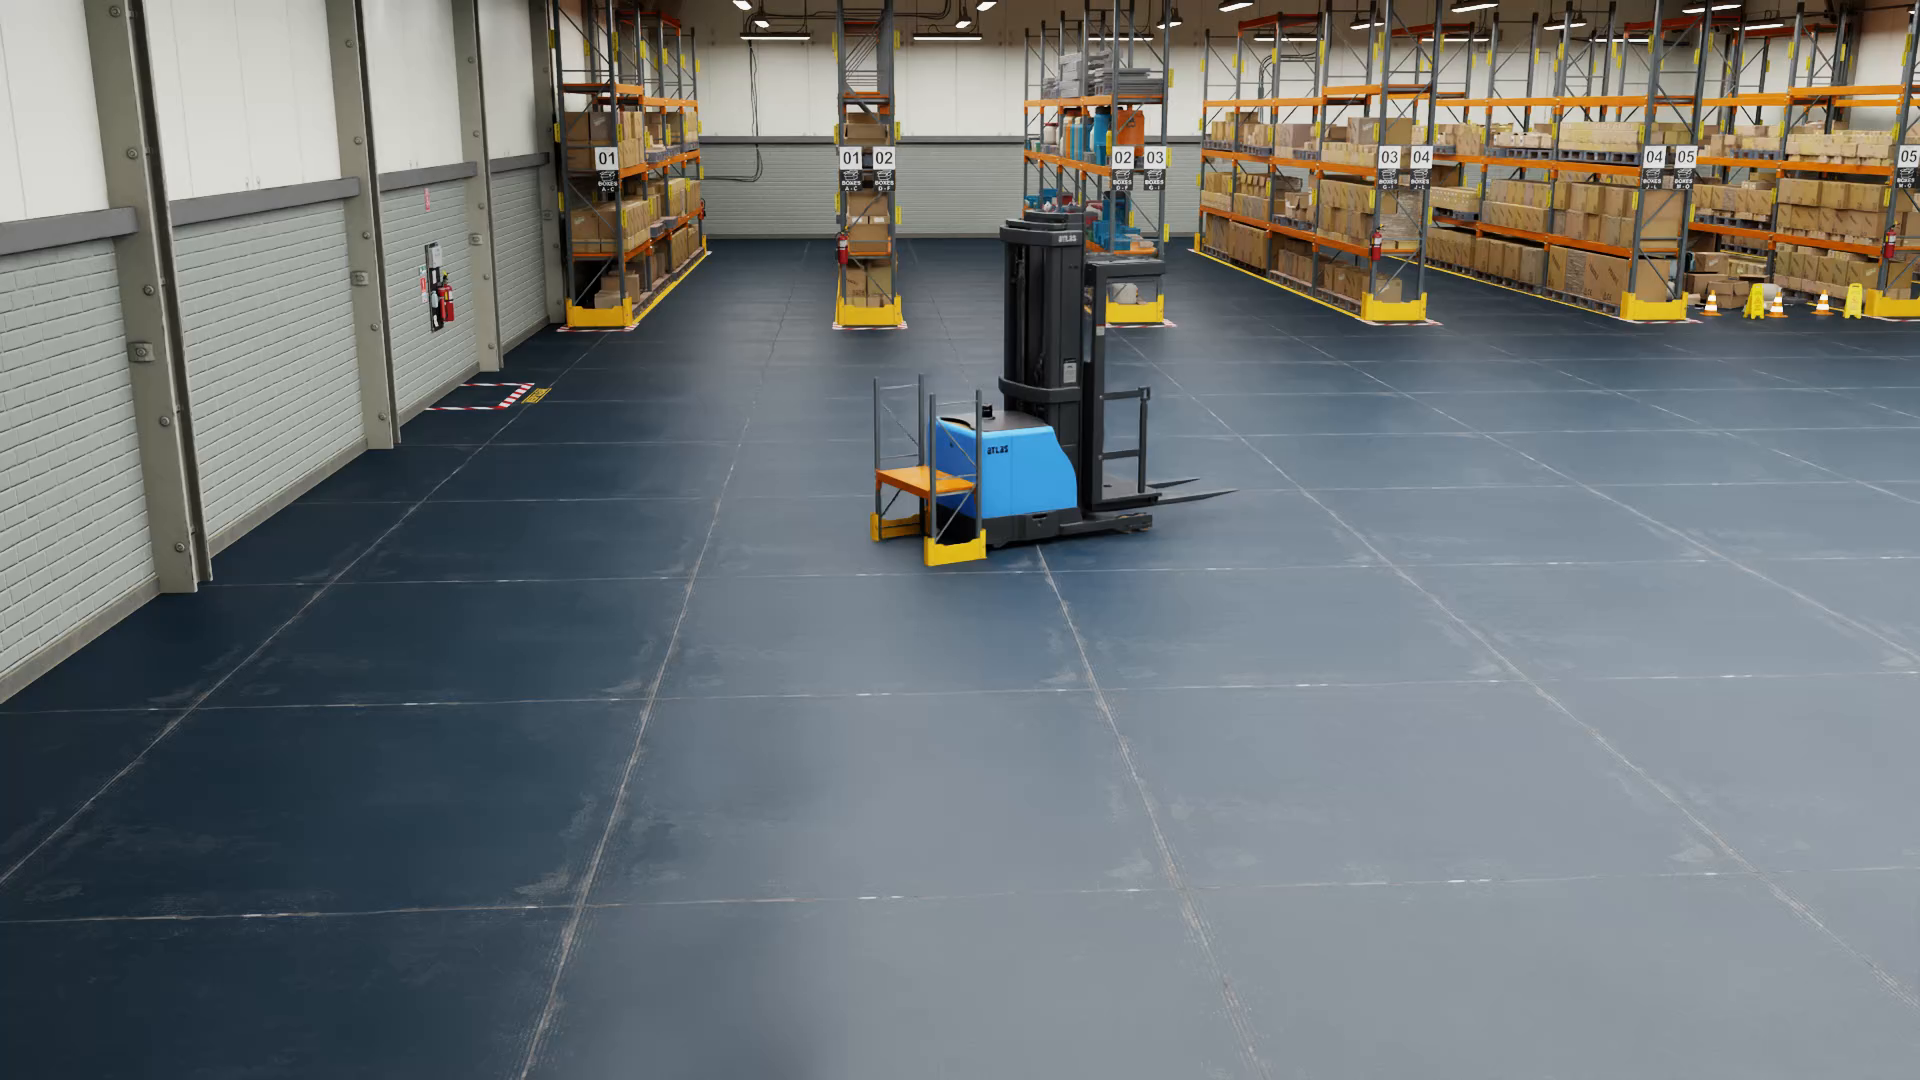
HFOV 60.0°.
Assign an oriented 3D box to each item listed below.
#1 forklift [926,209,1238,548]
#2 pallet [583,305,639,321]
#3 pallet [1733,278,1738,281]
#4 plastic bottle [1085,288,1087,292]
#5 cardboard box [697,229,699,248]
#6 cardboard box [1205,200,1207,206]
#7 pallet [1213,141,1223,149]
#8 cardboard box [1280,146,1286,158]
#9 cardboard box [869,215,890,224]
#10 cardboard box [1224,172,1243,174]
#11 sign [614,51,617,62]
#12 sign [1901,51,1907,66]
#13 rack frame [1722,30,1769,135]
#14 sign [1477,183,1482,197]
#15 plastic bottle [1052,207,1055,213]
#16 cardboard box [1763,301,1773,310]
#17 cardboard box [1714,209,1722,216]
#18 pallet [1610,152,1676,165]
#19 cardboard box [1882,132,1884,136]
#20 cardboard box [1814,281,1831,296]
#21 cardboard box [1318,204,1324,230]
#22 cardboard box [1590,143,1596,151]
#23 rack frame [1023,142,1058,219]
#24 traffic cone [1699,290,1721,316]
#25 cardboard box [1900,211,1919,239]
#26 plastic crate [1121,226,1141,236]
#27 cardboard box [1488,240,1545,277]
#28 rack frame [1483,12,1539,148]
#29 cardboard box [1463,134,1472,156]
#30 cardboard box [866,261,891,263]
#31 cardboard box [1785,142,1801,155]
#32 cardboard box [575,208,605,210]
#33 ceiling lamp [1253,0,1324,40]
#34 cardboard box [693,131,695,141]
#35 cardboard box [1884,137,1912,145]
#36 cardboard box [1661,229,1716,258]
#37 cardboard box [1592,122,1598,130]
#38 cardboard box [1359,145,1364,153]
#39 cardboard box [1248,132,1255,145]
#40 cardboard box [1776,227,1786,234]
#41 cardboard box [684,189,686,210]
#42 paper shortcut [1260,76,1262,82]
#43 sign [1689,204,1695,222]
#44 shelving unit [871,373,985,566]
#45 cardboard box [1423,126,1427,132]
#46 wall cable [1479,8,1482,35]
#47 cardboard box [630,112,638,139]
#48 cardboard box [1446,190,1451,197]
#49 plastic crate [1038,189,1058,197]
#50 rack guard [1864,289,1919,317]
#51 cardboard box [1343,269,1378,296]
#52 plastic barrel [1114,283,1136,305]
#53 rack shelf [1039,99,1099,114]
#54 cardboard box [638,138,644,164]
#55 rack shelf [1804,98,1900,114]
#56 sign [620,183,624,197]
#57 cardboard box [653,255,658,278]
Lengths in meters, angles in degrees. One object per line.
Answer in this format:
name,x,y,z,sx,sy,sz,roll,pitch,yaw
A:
forklift,1.226,-1.586,15.534,3.031,2.935,1.130,-8,16,-27
pallet,-6.645,-4.259,31.378,1.003,0.211,1.213,-1,14,-3
pallet,17.800,-5.608,36.623,1.003,0.211,1.213,-1,14,-3
plastic bottle,2.651,-5.258,34.101,0.144,0.351,0.185,0,14,-2
cardboard box,-7.473,-8.187,45.224,0.700,0.500,0.500,-1,14,-3
cardboard box,6.941,-9.254,45.700,0.380,0.149,0.250,-1,14,-5
pallet,7.350,-10.518,44.266,1.003,0.211,1.213,-1,14,-3
cardboard box,7.517,-8.738,37.474,0.500,0.250,0.500,-1,14,-2
cardboard box,-1.491,-5.929,30.770,0.380,0.149,0.250,-1,14,-4
cardboard box,7.508,-9.914,45.960,0.500,0.500,0.500,-1,14,-3
sign,-7.674,-10.802,36.982,0.100,0.325,0.005,-1,14,-3
sign,22.015,-11.223,38.775,0.100,0.325,0.005,-1,14,-3
rack frame,22.060,-12.732,46.676,1.000,3.000,0.127,-1,14,-3
sign,12.126,-8.170,38.818,0.100,0.325,0.005,-1,14,-3
plastic bottle,2.246,-7.852,39.982,0.061,0.283,0.133,-1,14,-3
cardboard box,16.000,-4.684,33.156,0.380,0.149,0.250,7,16,26
cardboard box,17.480,-7.491,38.005,0.380,0.149,0.250,0,14,0
pallet,13.107,-7.263,31.615,1.003,0.211,1.213,-1,14,-3
cardboard box,22.328,-9.702,39.824,0.380,0.149,0.250,-1,14,-5
cardboard box,17.717,-5.098,33.718,0.500,0.250,0.500,-1,14,-5
cardboard box,7.925,-6.692,34.440,0.875,0.500,0.500,-1,14,-3
cardboard box,12.693,-7.772,32.878,0.380,0.149,0.250,-1,14,-3
rack frame,2.272,-9.520,46.230,1.000,3.000,0.127,-1,14,-3
traffic cone,14.547,-4.594,32.176,0.336,0.463,0.334,-1,14,-3
cardboard box,18.345,-6.085,32.081,0.500,0.500,0.500,-1,14,-4
plastic crate,3.355,-6.192,33.596,0.499,0.251,0.616,-1,14,-3
cardboard box,12.673,-6.402,37.783,1.050,0.750,0.750,-1,14,-3
rack frame,12.667,-10.564,38.247,1.000,3.000,0.127,-1,14,-3
cardboard box,12.334,-9.421,39.627,0.500,0.500,0.500,-1,14,-3
cardboard box,-1.583,-5.210,32.649,0.500,0.500,0.500,-1,14,-3
cardboard box,17.604,-8.175,34.689,0.500,0.250,0.500,-1,14,-5
cardboard box,-6.888,-5.927,31.023,0.500,0.500,0.500,-1,14,-3
ceiling lamp,9.579,-16.035,47.799,2.000,3.185,0.800,-1,14,-3
cardboard box,-7.273,-10.691,44.021,0.500,0.250,0.500,-1,14,-6
cardboard box,17.782,-7.567,31.524,0.380,0.149,0.250,-1,14,-3
cardboard box,17.642,-7.107,40.274,0.875,0.875,0.875,-1,14,-4
cardboard box,12.693,-8.158,32.779,0.380,0.149,0.250,-1,14,-4
cardboard box,7.813,-7.449,31.664,0.380,0.149,0.250,-1,14,-3
cardboard box,7.441,-9.940,41.180,0.500,0.311,0.500,-1,14,-5
cardboard box,17.549,-6.560,35.230,0.380,0.149,0.250,-1,14,-4
cardboard box,-7.088,-8.463,41.286,0.500,0.500,0.500,-1,14,-4
paper shortcut,7.105,-10.900,39.274,0.009,0.170,0.078,9,-17,-6
sign,13.717,-6.133,31.171,0.100,0.325,0.005,-1,14,-3
shelving unit,-0.296,-0.649,14.764,0.587,1.500,1.083,-8,17,-29
cardboard box,12.127,-10.542,42.680,0.380,0.149,0.250,-2,15,-6
wall cable,14.928,-16.946,51.013,2.355,3.000,0.029,-1,14,-3
cardboard box,-6.484,-7.991,32.022,0.500,0.500,0.500,-1,14,-5
cardboard box,12.102,-8.464,40.595,0.380,0.149,0.250,0,14,-1
plastic crate,2.479,-9.486,45.906,0.616,0.435,0.499,-1,14,-3
rack guard,18.093,-4.578,32.041,1.175,0.500,0.348,-1,14,-3
cardboard box,8.103,-5.209,33.650,0.500,0.500,0.500,-2,15,-8
plastic barrel,3.146,-4.702,31.654,0.421,0.512,0.421,0,14,0
rack shelf,2.643,-10.391,39.822,1.077,0.370,4.000,-1,14,-3
cardboard box,-6.595,-7.771,33.172,0.500,0.500,0.500,0,14,-2
rack shelf,22.432,-10.698,41.016,1.077,0.370,4.000,-1,14,-3
sign,-7.674,-7.929,37.722,0.100,0.325,0.005,-1,14,-3
cardboard box,-7.108,-6.072,36.962,0.700,0.500,0.500,-1,14,-4
